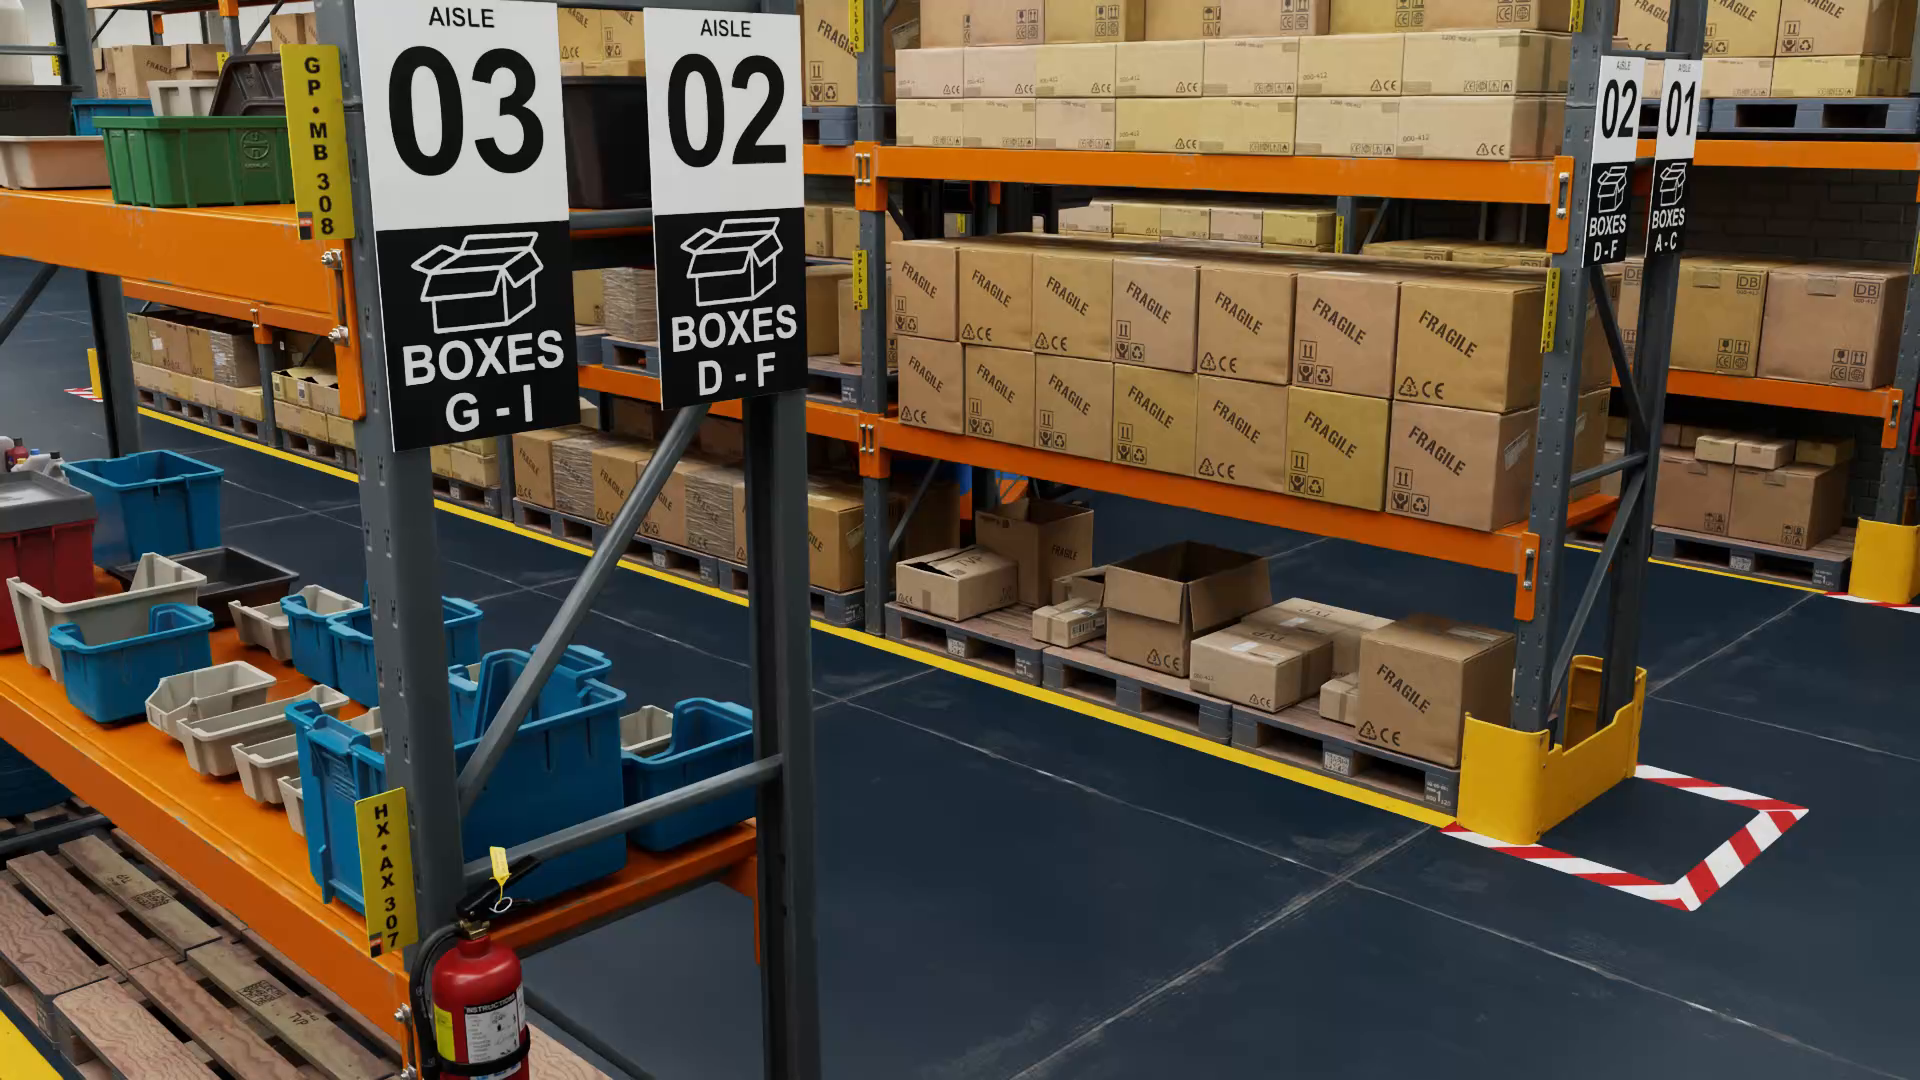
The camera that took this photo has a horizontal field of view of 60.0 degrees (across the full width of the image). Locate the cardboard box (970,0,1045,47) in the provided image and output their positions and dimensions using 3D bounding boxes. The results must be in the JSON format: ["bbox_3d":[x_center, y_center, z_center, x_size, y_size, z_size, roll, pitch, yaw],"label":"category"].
[{"bbox_3d":[0.468,-2.774,8.498,0.500,0.500,0.700,14,20,42],"label":"cardboard box"}]

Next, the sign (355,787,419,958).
[{"bbox_3d":[-1.102,0.641,3.200,0.005,0.325,0.100,14,20,42],"label":"sign"}]

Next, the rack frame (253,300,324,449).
[{"bbox_3d":[-5.929,-2.381,15.122,0.127,3.000,1.000,14,20,42],"label":"rack frame"}]

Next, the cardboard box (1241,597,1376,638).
[{"bbox_3d":[1.795,0.515,8.588,0.500,0.250,0.500,14,20,42],"label":"cardboard box"}]

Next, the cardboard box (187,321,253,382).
[{"bbox_3d":[-7.129,-1.835,16.158,0.500,0.500,0.500,14,20,42],"label":"cardboard box"}]

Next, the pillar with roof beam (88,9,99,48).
[{"bbox_3d":[-20.215,-9.288,29.730,0.400,9.000,9.100,14,20,42],"label":"pillar with roof beam"}]

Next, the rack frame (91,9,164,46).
[{"bbox_3d":[-8.809,-5.984,17.053,0.127,3.000,1.000,14,20,42],"label":"rack frame"}]

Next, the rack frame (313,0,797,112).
[{"bbox_3d":[-0.731,-2.286,2.858,0.127,3.000,1.000,14,20,42],"label":"rack frame"}]

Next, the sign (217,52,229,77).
[{"bbox_3d":[-6.313,-4.020,14.281,0.005,0.325,0.100,14,20,42],"label":"sign"}]

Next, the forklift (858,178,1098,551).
[{"bbox_3d":[0.311,-1.555,12.088,1.130,2.935,3.031,8,17,29],"label":"forklift"}]

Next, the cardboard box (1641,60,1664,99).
[{"bbox_3d":[4.680,-3.073,11.093,0.500,0.250,0.500,13,19,41],"label":"cardboard box"}]

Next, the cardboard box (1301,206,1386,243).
[{"bbox_3d":[3.115,-2.574,13.546,0.500,0.250,0.500,-14,20,-42],"label":"cardboard box"}]

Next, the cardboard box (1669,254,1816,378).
[{"bbox_3d":[5.239,-1.539,11.294,0.700,0.700,0.980,13,20,42],"label":"cardboard box"}]

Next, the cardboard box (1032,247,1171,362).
[{"bbox_3d":[0.715,-1.200,8.406,0.500,0.500,0.500,13,19,41],"label":"cardboard box"}]

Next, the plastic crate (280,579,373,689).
[{"bbox_3d":[-1.845,0.283,5.109,0.300,0.233,0.416,14,20,42],"label":"plastic crate"}]

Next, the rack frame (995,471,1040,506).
[{"bbox_3d":[0.340,-0.355,10.570,0.032,1.125,0.500,5,35,30],"label":"rack frame"}]

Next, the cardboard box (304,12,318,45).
[{"bbox_3d":[-5.087,-4.116,13.807,0.500,0.500,0.500,-12,19,-39],"label":"cardboard box"}]

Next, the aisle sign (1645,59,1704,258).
[{"bbox_3d":[2.962,-1.581,6.893,0.004,0.787,0.394,14,20,42],"label":"aisle sign"}]

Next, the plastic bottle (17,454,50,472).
[{"bbox_3d":[-3.943,-0.237,7.139,0.135,0.276,0.152,14,20,42],"label":"plastic bottle"}]

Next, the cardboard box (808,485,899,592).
[{"bbox_3d":[-0.724,-0.019,10.141,0.500,0.500,0.500,14,20,42],"label":"cardboard box"}]

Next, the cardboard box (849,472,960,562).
[{"bbox_3d":[-0.349,-0.113,10.503,0.500,0.500,0.500,13,19,40],"label":"cardboard box"}]

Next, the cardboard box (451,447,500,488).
[{"bbox_3d":[-3.598,-0.602,12.913,0.500,0.250,0.500,-14,20,-43],"label":"cardboard box"}]

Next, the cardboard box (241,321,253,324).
[{"bbox_3d":[-6.766,-1.930,16.523,0.500,0.500,0.500,14,20,42],"label":"cardboard box"}]

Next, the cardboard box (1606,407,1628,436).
[{"bbox_3d":[4.705,-0.873,12.173,0.250,0.149,0.380,13,20,41],"label":"cardboard box"}]

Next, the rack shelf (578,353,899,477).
[{"bbox_3d":[-1.610,-0.983,11.183,4.000,0.370,1.077,14,20,42],"label":"rack shelf"}]

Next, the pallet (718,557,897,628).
[{"bbox_3d":[-0.782,0.233,10.621,1.213,0.211,1.003,14,20,42],"label":"pallet"}]

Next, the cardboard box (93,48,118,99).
[{"bbox_3d":[-8.398,-4.753,16.958,0.797,0.503,0.637,-13,19,-40],"label":"cardboard box"}]

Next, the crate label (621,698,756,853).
[{"bbox_3d":[-0.681,0.566,4.023,0.303,0.233,0.416,14,20,42],"label":"crate label"}]

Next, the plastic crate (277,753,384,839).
[{"bbox_3d":[-1.444,0.606,4.062,0.243,0.136,0.396,14,20,42],"label":"plastic crate"}]

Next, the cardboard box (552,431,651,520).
[{"bbox_3d":[-2.540,-0.462,11.843,0.500,0.500,0.500,13,19,40],"label":"cardboard box"}]

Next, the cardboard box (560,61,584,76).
[{"bbox_3d":[-2.345,-3.022,11.433,0.500,0.500,0.910,14,20,42],"label":"cardboard box"}]

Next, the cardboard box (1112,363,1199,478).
[{"bbox_3d":[1.104,-0.625,8.184,0.500,0.500,0.500,13,20,41],"label":"cardboard box"}]

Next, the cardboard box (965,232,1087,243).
[{"bbox_3d":[0.374,-1.472,9.451,0.500,0.500,0.500,14,20,42],"label":"cardboard box"}]

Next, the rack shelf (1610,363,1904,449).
[{"bbox_3d":[4.705,-1.183,11.950,4.000,0.370,1.077,14,20,42],"label":"rack shelf"}]

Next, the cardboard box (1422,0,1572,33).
[{"bbox_3d":[2.328,-2.352,6.879,0.500,0.500,0.700,14,20,42],"label":"cardboard box"}]

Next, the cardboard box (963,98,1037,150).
[{"bbox_3d":[0.365,-2.142,8.552,0.500,0.250,0.500,14,20,42],"label":"cardboard box"}]

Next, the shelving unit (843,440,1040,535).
[{"bbox_3d":[-0.097,-0.391,10.826,1.048,1.125,0.538,5,35,30],"label":"shelving unit"}]

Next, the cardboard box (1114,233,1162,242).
[{"bbox_3d":[1.665,-2.382,14.295,0.500,0.500,0.500,-14,20,-43],"label":"cardboard box"}]

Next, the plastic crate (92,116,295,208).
[{"bbox_3d":[-1.640,-0.853,3.726,0.336,0.188,0.450,14,20,42],"label":"plastic crate"}]

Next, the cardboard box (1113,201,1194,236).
[{"bbox_3d":[1.656,-2.751,14.225,0.500,0.250,0.500,13,20,41],"label":"cardboard box"}]

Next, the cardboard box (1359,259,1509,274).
[{"bbox_3d":[2.191,-1.029,7.751,0.500,0.500,0.500,14,20,43],"label":"cardboard box"}]

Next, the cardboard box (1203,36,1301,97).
[{"bbox_3d":[1.445,-2.121,7.482,0.500,0.250,0.500,14,20,42],"label":"cardboard box"}]

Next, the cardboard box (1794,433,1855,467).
[{"bbox_3d":[5.801,-0.607,11.152,0.250,0.149,0.380,14,20,43],"label":"cardboard box"}]

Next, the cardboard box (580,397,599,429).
[{"bbox_3d":[-3.223,-0.970,13.215,0.500,0.311,0.500,-14,20,-42],"label":"cardboard box"}]

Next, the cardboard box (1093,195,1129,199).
[{"bbox_3d":[1.263,-3.022,15.268,0.500,0.250,0.500,13,19,40],"label":"cardboard box"}]

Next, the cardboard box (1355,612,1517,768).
[{"bbox_3d":[2.147,0.665,7.516,0.500,0.500,0.500,14,20,42],"label":"cardboard box"}]

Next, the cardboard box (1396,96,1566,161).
[{"bbox_3d":[2.157,-1.702,6.864,0.500,0.250,0.500,14,20,42],"label":"cardboard box"}]

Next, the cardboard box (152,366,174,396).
[{"bbox_3d":[-7.855,-1.645,16.918,0.500,0.250,0.500,14,20,42],"label":"cardboard box"}]

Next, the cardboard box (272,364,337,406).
[{"bbox_3d":[-5.805,-1.408,14.894,0.500,0.311,0.500,14,20,42],"label":"cardboard box"}]

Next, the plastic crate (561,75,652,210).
[{"bbox_3d":[-0.815,-0.889,3.705,0.590,0.269,0.497,14,20,42],"label":"plastic crate"}]

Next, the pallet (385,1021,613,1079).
[{"bbox_3d":[-1.298,1.815,4.547,1.213,0.211,1.003,14,20,42],"label":"pallet"}]

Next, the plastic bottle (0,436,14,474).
[{"bbox_3d":[-4.346,-0.335,7.515,0.135,0.276,0.152,14,20,42],"label":"plastic bottle"}]

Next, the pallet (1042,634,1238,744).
[{"bbox_3d":[1.206,0.702,8.819,1.213,0.211,1.003,14,20,42],"label":"pallet"}]

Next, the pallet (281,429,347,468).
[{"bbox_3d":[-5.372,-0.910,15.006,1.213,0.211,1.003,14,20,42],"label":"pallet"}]

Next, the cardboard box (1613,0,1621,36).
[{"bbox_3d":[4.318,-3.525,11.340,0.500,0.500,0.500,14,20,43],"label":"cardboard box"}]

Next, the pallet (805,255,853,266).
[{"bbox_3d":[-1.067,-2.827,17.214,1.213,0.211,1.003,14,20,42],"label":"pallet"}]

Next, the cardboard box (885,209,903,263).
[{"bbox_3d":[-0.380,-3.016,16.486,0.500,0.500,0.700,11,18,37],"label":"cardboard box"}]

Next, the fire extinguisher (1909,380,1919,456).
[{"bbox_3d":[5.933,-0.853,10.150,0.183,0.674,0.296,14,20,42],"label":"fire extinguisher"}]

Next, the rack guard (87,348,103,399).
[{"bbox_3d":[-8.826,-1.876,18.140,0.348,0.500,1.175,14,20,42],"label":"rack guard"}]
